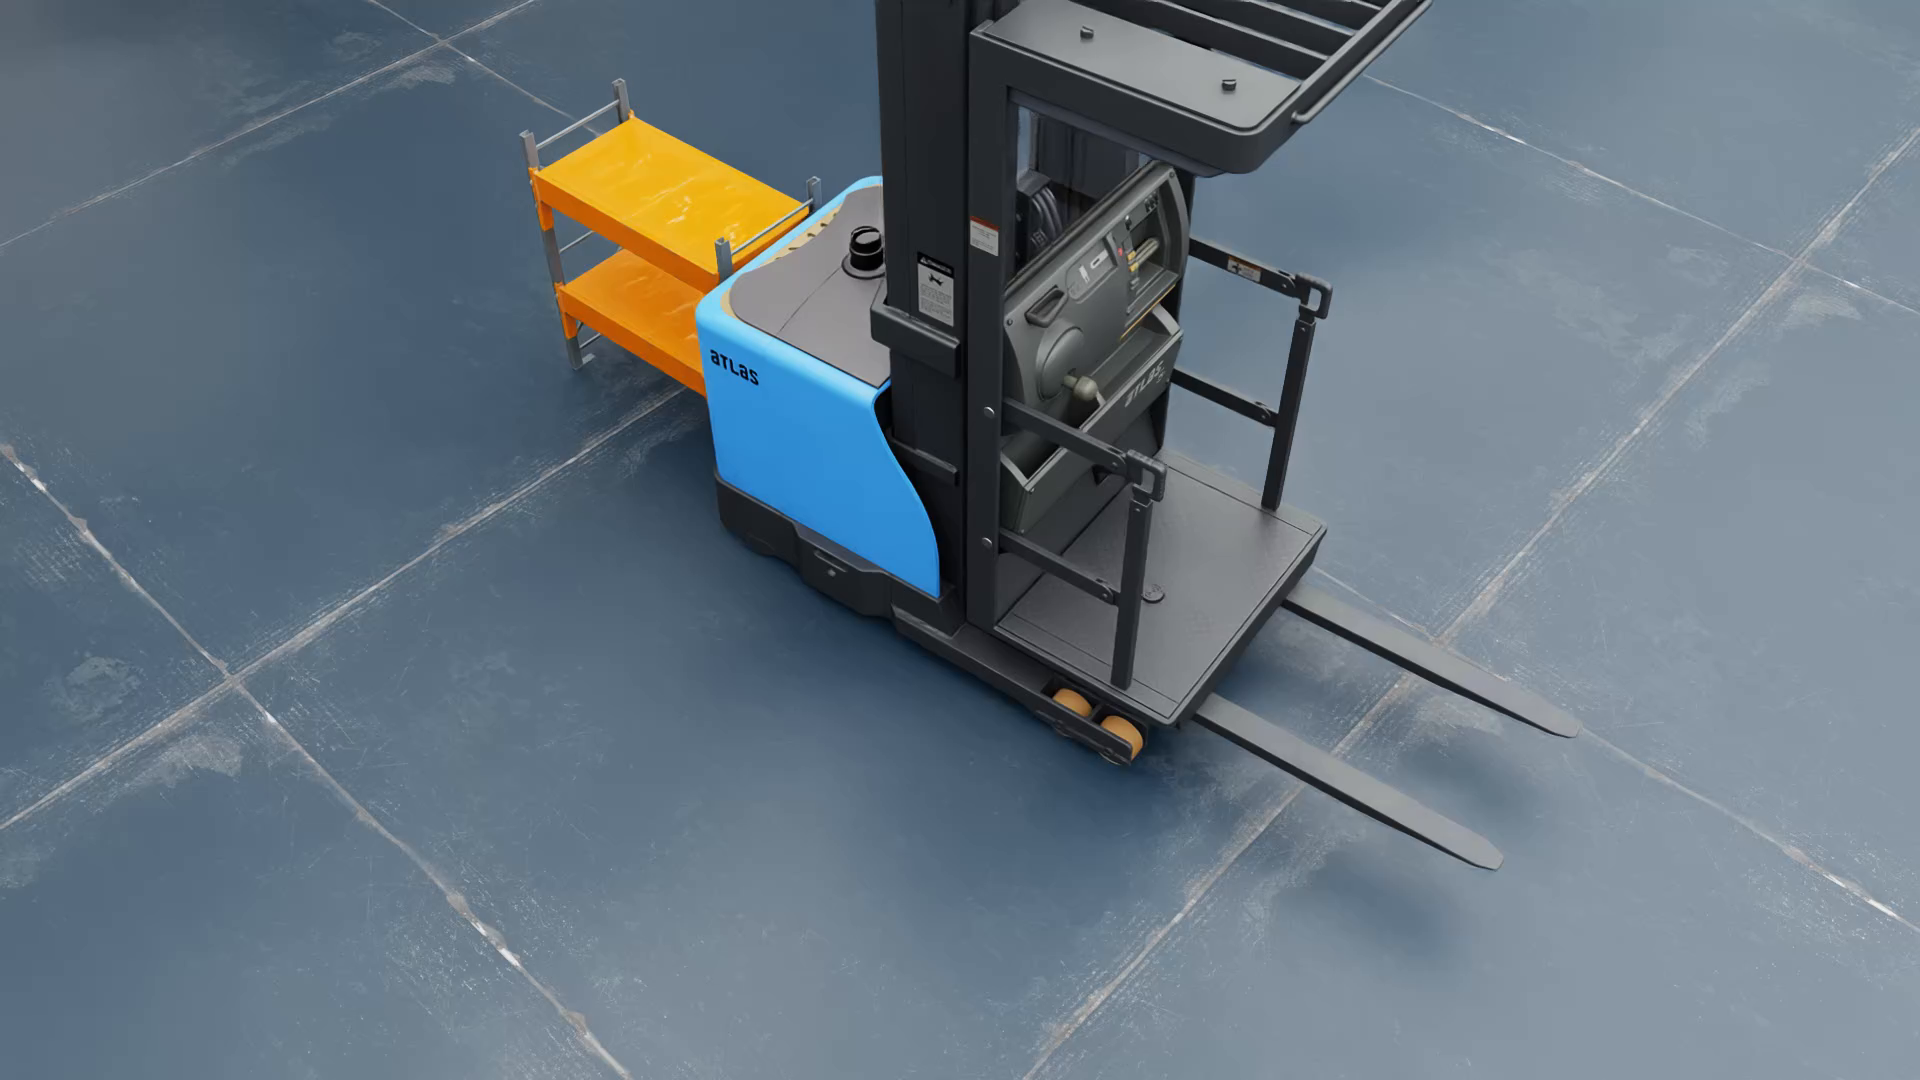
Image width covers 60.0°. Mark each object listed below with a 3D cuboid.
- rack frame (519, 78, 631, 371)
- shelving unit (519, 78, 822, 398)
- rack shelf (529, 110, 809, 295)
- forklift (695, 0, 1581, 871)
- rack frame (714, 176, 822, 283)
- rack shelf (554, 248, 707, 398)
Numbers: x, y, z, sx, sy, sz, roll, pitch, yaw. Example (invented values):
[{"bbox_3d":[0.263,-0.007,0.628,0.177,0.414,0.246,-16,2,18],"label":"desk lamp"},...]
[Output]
[{"bbox_3d":[-1.449,-1.236,6.639,0.032,1.125,0.500,31,54,26],"label":"rack frame"},{"bbox_3d":[-1.058,-1.000,6.417,1.048,1.125,0.538,31,54,26],"label":"shelving unit"},{"bbox_3d":[-1.058,-1.200,6.204,1.000,0.278,0.538,31,54,26],"label":"rack shelf"},{"bbox_3d":[0.590,-0.699,4.896,3.031,2.935,1.130,28,53,24],"label":"forklift"},{"bbox_3d":[-0.666,-0.764,6.196,0.032,1.125,0.500,31,54,26],"label":"rack frame"},{"bbox_3d":[-1.058,-0.833,6.596,1.000,0.278,0.538,31,54,26],"label":"rack shelf"}]
